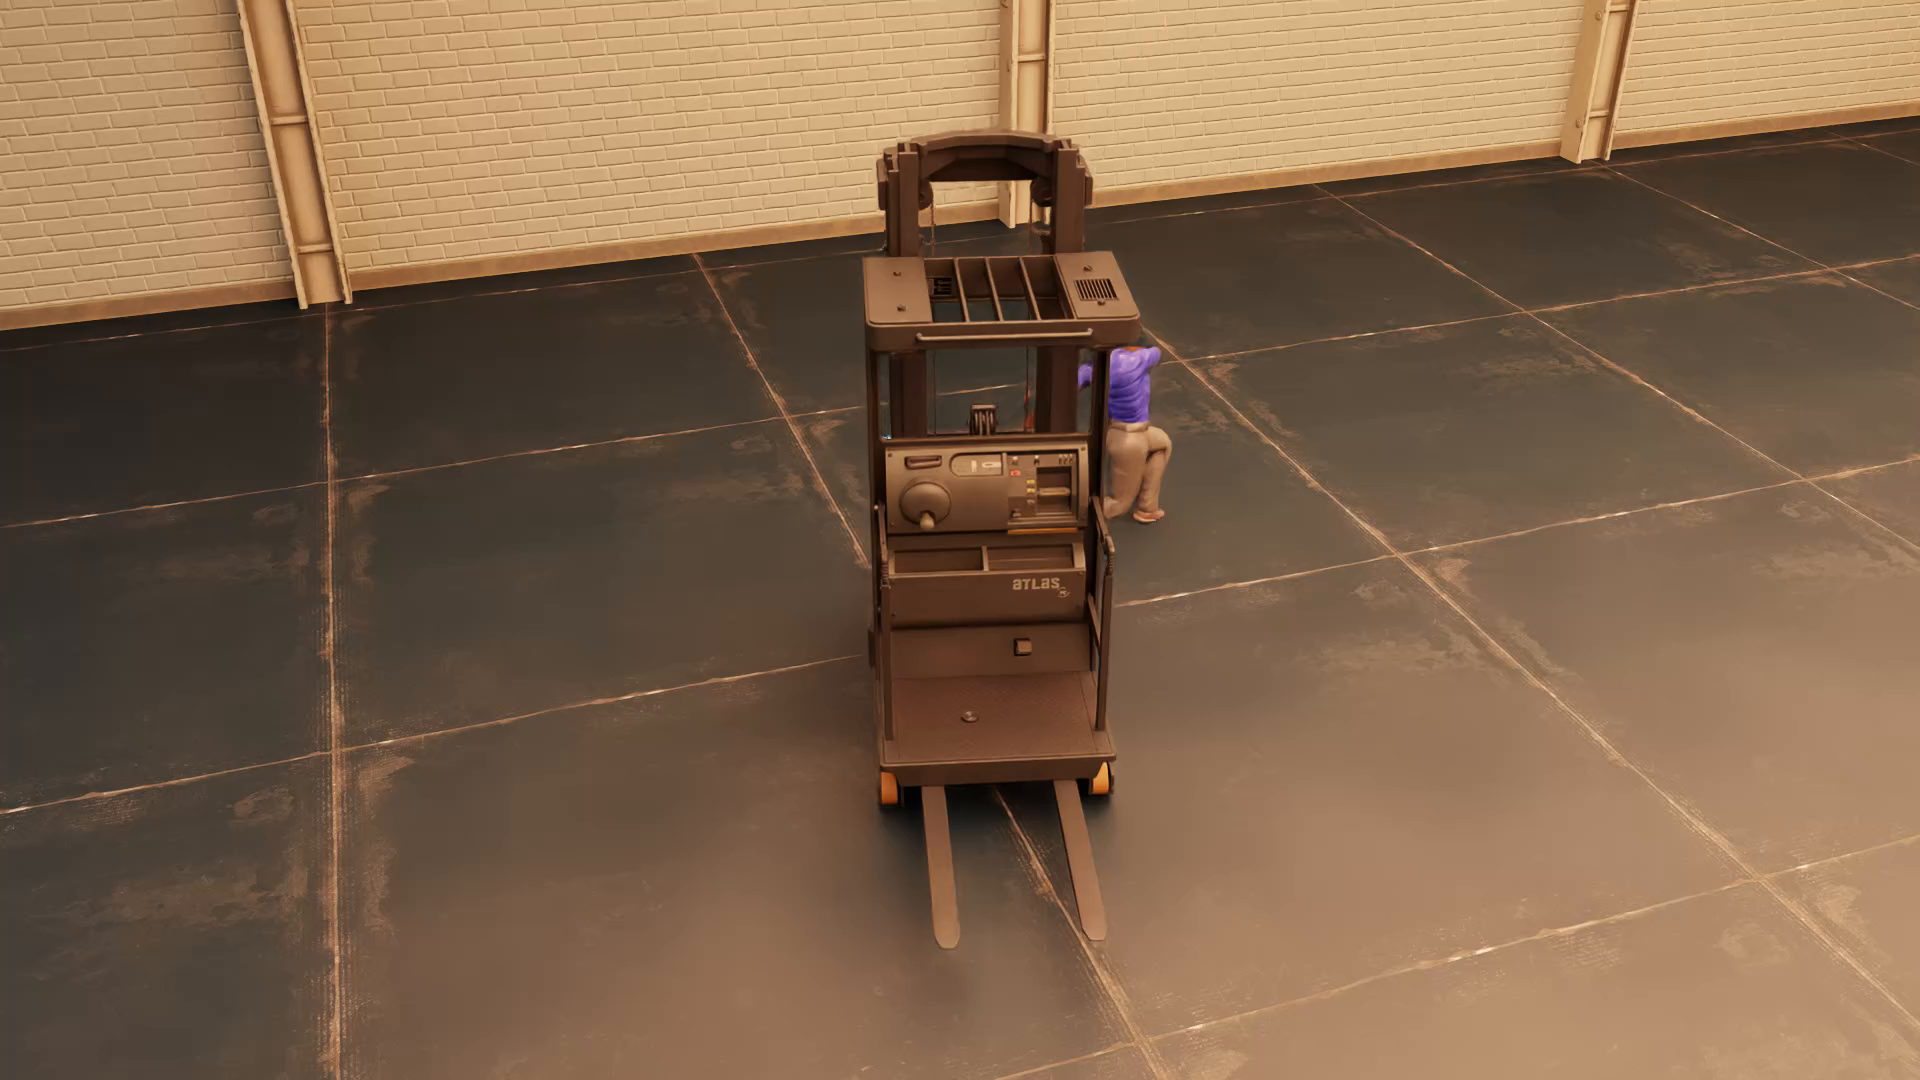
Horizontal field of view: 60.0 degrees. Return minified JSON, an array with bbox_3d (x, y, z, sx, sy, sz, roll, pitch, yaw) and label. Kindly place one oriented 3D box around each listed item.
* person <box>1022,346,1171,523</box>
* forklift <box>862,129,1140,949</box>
[{"bbox_3d":[0.827,-0.680,9.875,0.916,1.431,0.685,-22,37,-33],"label":"person"},{"bbox_3d":[0.143,-0.193,7.423,1.130,2.935,3.031,-2,30,-4],"label":"forklift"}]
